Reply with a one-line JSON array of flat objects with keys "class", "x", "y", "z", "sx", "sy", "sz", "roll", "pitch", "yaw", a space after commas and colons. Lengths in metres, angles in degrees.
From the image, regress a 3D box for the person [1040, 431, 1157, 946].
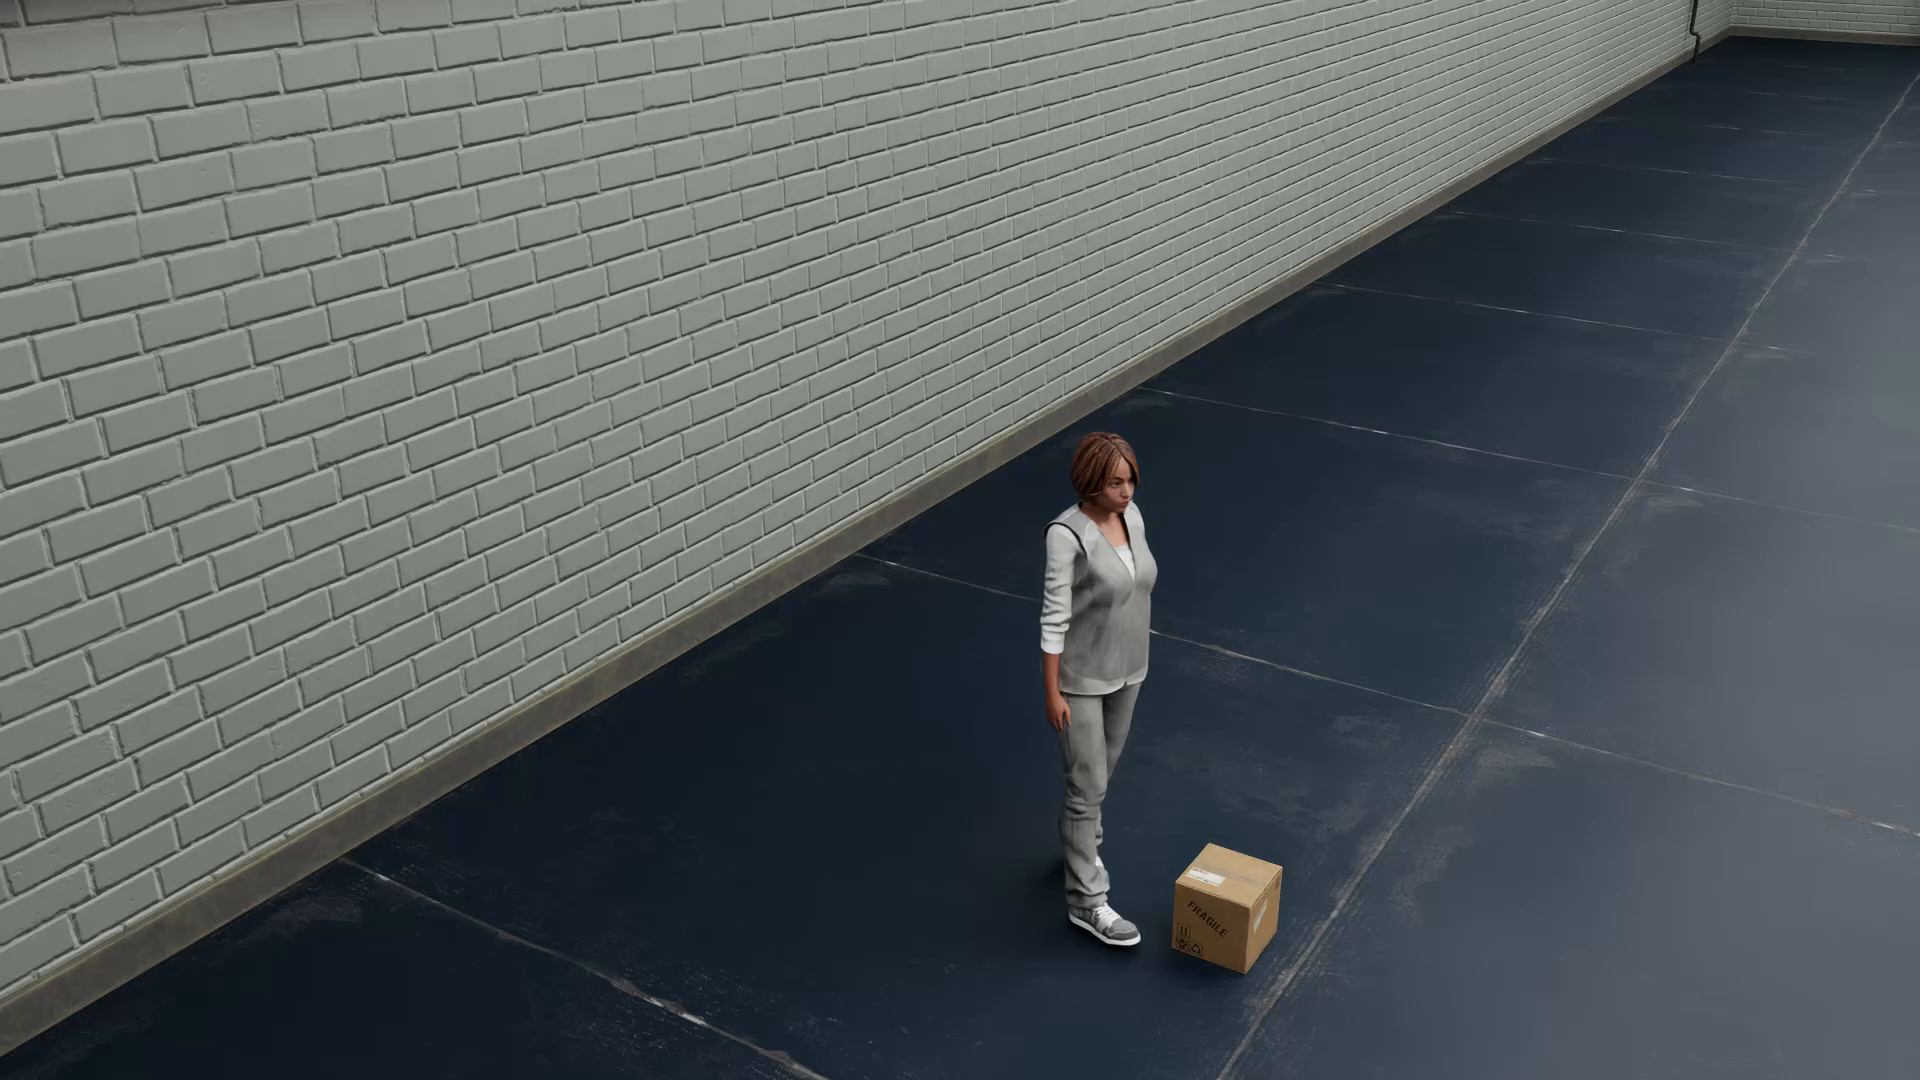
[{"class": "person", "x": 0.450, "y": 0.437, "z": 5.090, "sx": 0.426, "sy": 1.596, "sz": 0.526, "roll": -21, "pitch": 31, "yaw": -40}]
